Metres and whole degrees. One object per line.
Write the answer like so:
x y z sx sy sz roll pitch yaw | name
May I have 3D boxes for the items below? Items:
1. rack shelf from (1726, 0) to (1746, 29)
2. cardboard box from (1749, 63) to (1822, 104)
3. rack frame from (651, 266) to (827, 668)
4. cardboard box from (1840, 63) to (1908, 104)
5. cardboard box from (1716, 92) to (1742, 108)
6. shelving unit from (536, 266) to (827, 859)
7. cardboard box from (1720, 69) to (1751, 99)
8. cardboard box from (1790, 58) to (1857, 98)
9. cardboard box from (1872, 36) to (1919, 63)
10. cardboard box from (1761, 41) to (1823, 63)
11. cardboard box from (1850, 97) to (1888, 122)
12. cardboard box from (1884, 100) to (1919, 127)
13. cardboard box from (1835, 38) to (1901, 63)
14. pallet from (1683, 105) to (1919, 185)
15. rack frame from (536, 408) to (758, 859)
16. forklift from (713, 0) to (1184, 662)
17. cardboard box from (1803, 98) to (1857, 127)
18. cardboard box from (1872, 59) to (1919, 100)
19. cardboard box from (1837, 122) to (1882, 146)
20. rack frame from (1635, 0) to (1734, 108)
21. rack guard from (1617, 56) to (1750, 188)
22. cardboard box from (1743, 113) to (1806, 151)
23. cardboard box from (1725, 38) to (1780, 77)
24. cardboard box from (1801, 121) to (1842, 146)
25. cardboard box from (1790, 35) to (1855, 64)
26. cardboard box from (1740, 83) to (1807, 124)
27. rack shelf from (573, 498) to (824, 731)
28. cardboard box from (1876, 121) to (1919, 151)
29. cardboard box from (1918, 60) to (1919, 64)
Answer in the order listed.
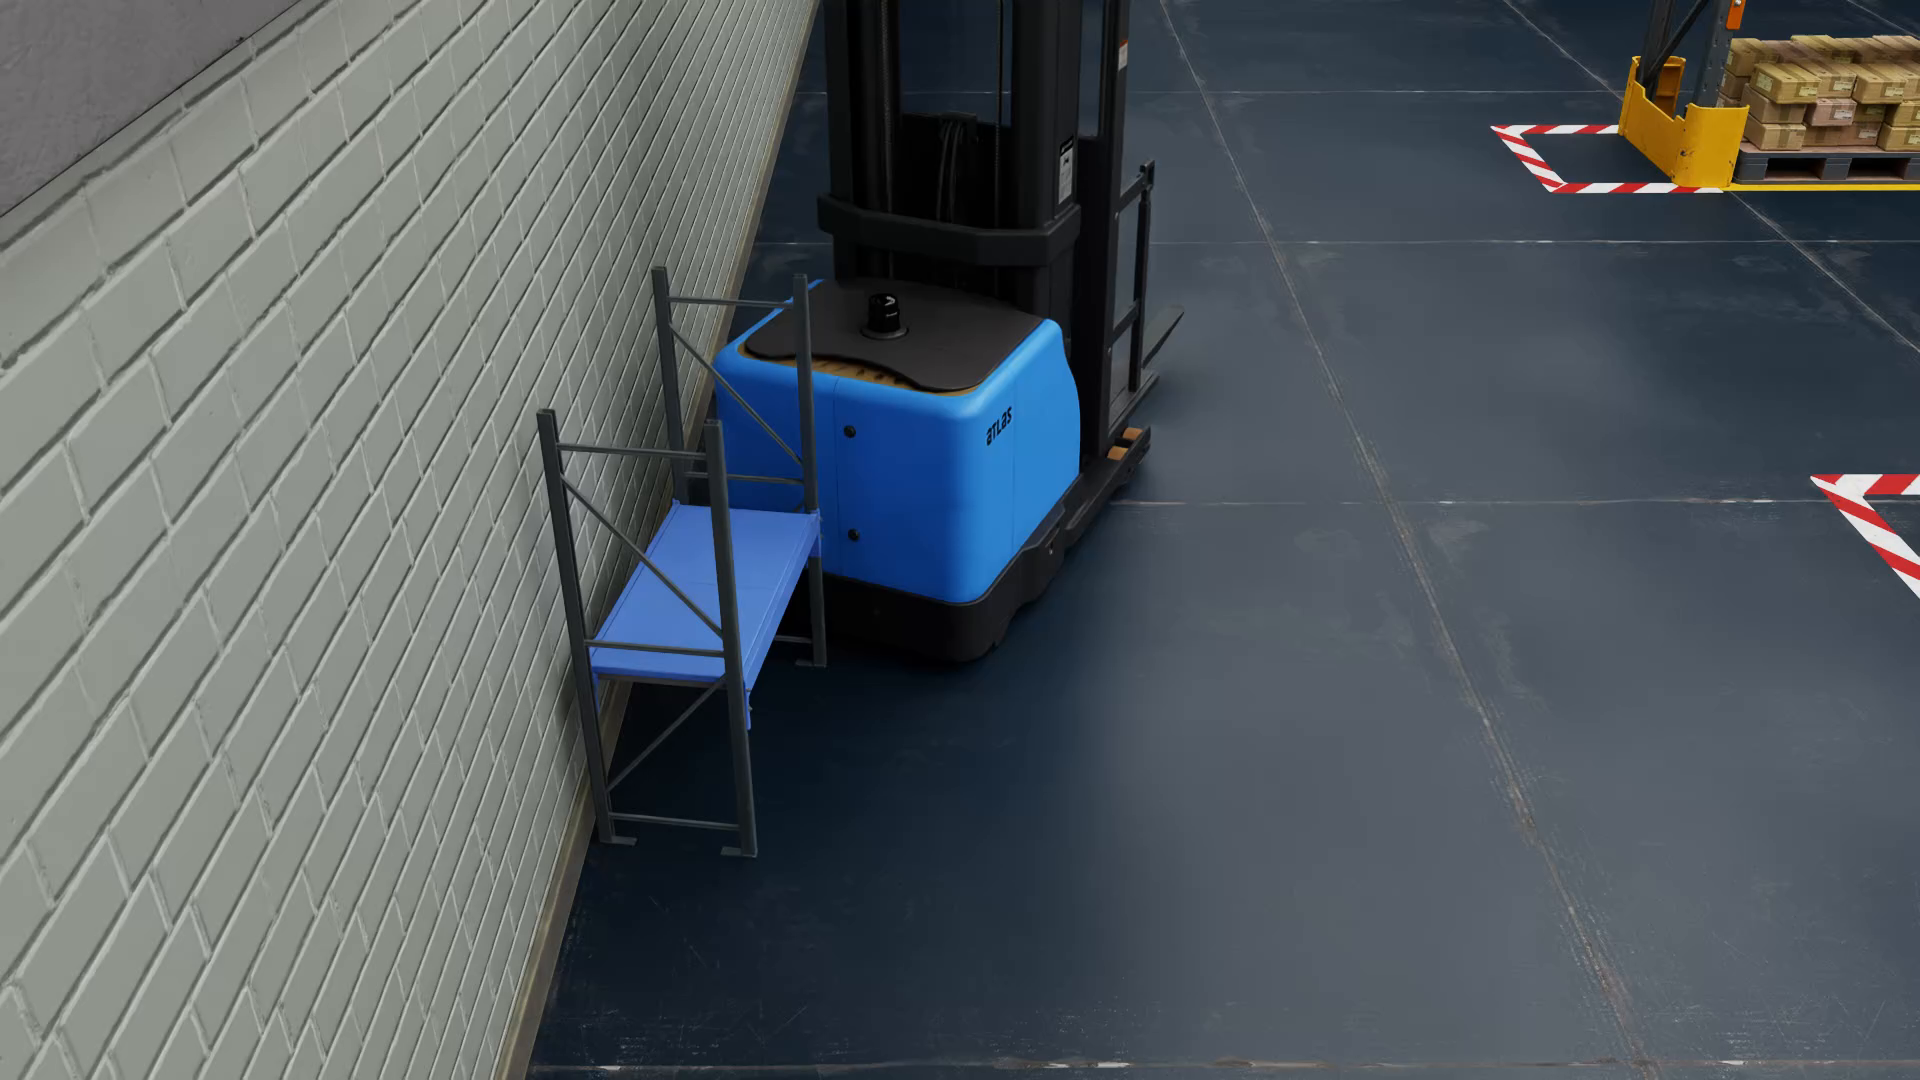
6.574 -3.482 10.291 4.000 0.370 1.077 0 31 0 | rack shelf
5.100 -2.824 10.282 0.250 0.149 0.380 -2 31 -3 | cardboard box
-0.730 -0.206 5.644 0.500 1.500 0.032 4 32 7 | rack frame
5.628 -2.821 10.278 0.250 0.149 0.380 0 31 0 | cardboard box
5.100 -2.854 10.905 0.250 0.149 0.380 0 31 1 | cardboard box
-0.803 0.055 5.214 0.538 1.500 1.048 4 32 7 | shelving unit
5.100 -3.021 10.894 0.250 0.149 0.380 -1 31 -2 | cardboard box
5.375 -2.887 10.386 0.250 0.149 0.380 0 31 1 | cardboard box
6.140 -3.167 10.848 0.250 0.149 0.380 1 31 2 | cardboard box
5.354 -3.102 10.742 0.250 0.149 0.380 0 31 1 | cardboard box
5.618 -2.758 10.460 0.250 0.149 0.380 0 31 0 | cardboard box
5.875 -2.702 10.369 0.250 0.149 0.380 1 31 1 | cardboard box
5.871 -3.137 10.799 0.250 0.149 0.380 -1 31 -2 | cardboard box
5.463 -2.575 10.791 1.213 0.211 1.003 0 31 0 | pallet
-0.876 0.316 4.784 0.500 1.500 0.032 4 32 7 | rack frame
0.187 -1.570 6.512 1.130 2.935 3.031 13 34 20 | forklift
5.374 -2.711 10.384 0.250 0.149 0.380 0 31 -1 | cardboard box
5.876 -2.865 10.350 0.250 0.149 0.380 -2 31 -3 | cardboard box
5.610 -2.627 10.532 0.250 0.149 0.380 0 31 0 | cardboard box
4.574 -3.783 10.094 0.127 3.000 1.000 0 31 0 | rack frame
4.650 -2.715 10.742 0.348 0.500 1.175 0 31 0 | rack guard
5.100 -2.580 10.453 0.250 0.149 0.380 0 31 1 | cardboard box
5.102 -3.131 10.789 0.250 0.149 0.380 0 31 0 | cardboard box
5.361 -2.623 10.525 0.250 0.149 0.380 0 31 0 | cardboard box
5.612 -3.169 10.852 0.250 0.149 0.380 -1 31 -1 | cardboard box
5.100 -2.740 10.430 0.250 0.149 0.380 1 31 2 | cardboard box
-0.803 0.209 5.307 0.538 0.185 1.000 4 32 7 | rack shelf
5.866 -2.571 10.439 0.250 0.149 0.380 0 31 0 | cardboard box
6.153 -2.861 10.344 0.250 0.149 0.380 1 31 2 | cardboard box
